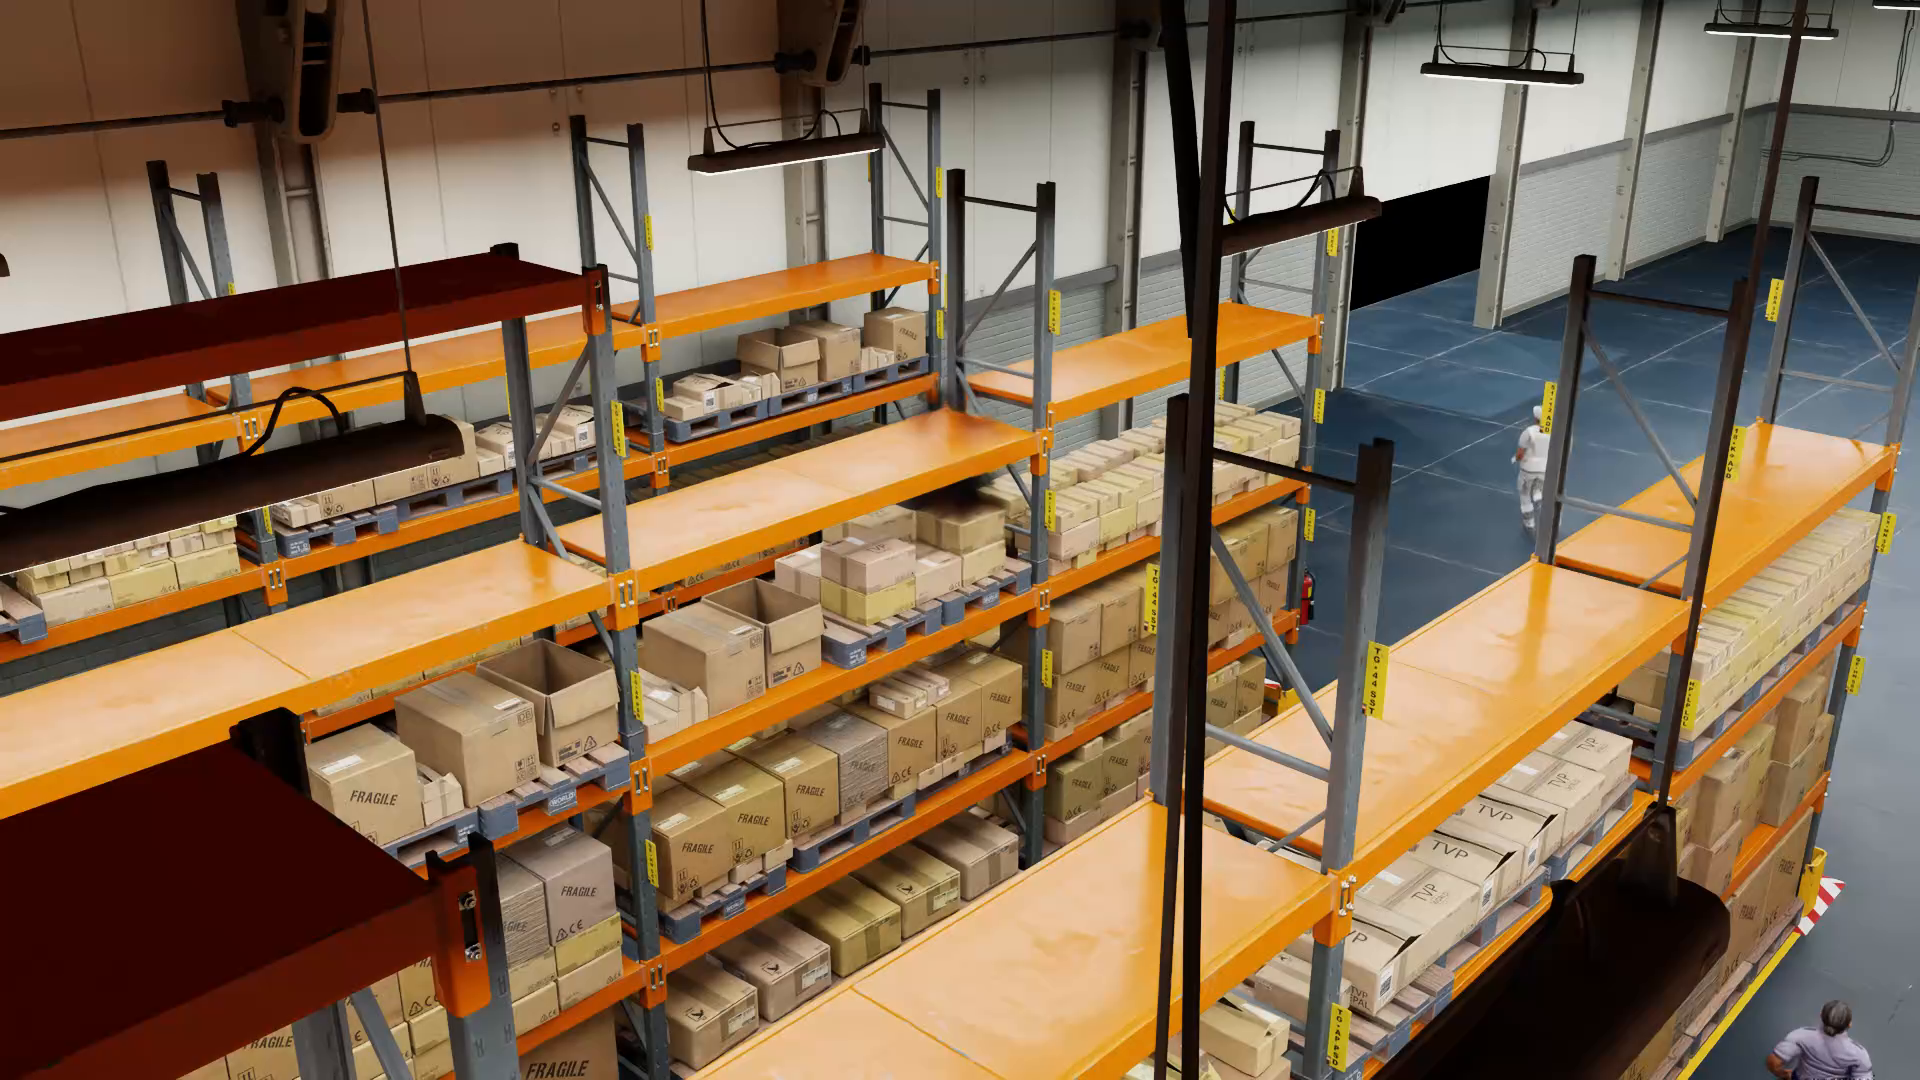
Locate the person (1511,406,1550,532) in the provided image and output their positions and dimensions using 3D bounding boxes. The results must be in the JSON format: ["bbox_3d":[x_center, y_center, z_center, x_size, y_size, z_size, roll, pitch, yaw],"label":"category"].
[{"bbox_3d":[7.636,-0.941,22.037,0.639,1.741,0.587,-3,21,-7],"label":"person"}]

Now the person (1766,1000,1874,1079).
[{"bbox_3d":[5.399,3.602,10.503,0.607,1.640,0.849,16,26,35],"label":"person"}]
